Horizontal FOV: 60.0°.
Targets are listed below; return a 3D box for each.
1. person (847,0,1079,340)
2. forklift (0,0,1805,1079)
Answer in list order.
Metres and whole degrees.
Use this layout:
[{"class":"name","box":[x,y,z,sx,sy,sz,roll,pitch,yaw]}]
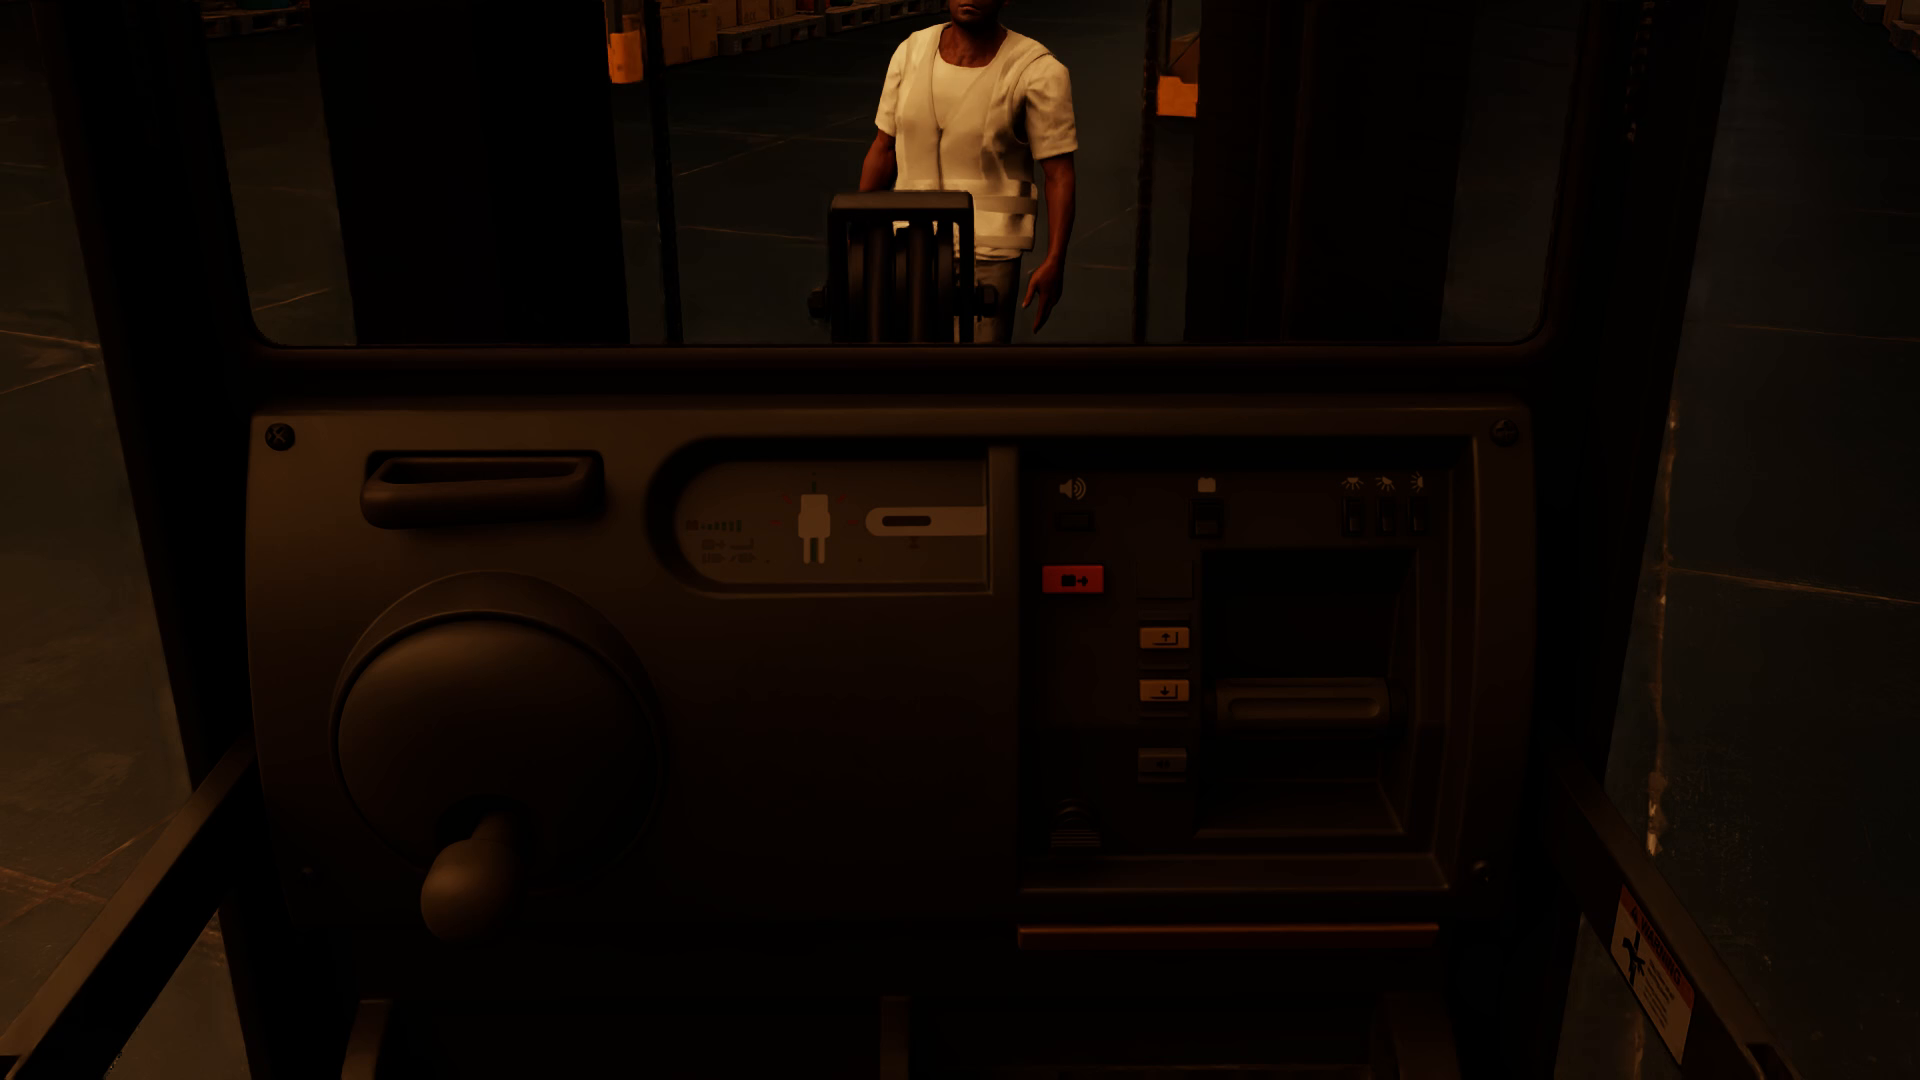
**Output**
[{"class":"person","box":[-0.031,-0.797,4.692,0.666,1.768,0.575,9,24,21]},{"class":"forklift","box":[-0.043,0.113,1.022,1.130,2.935,3.031,0,23,-1]}]
